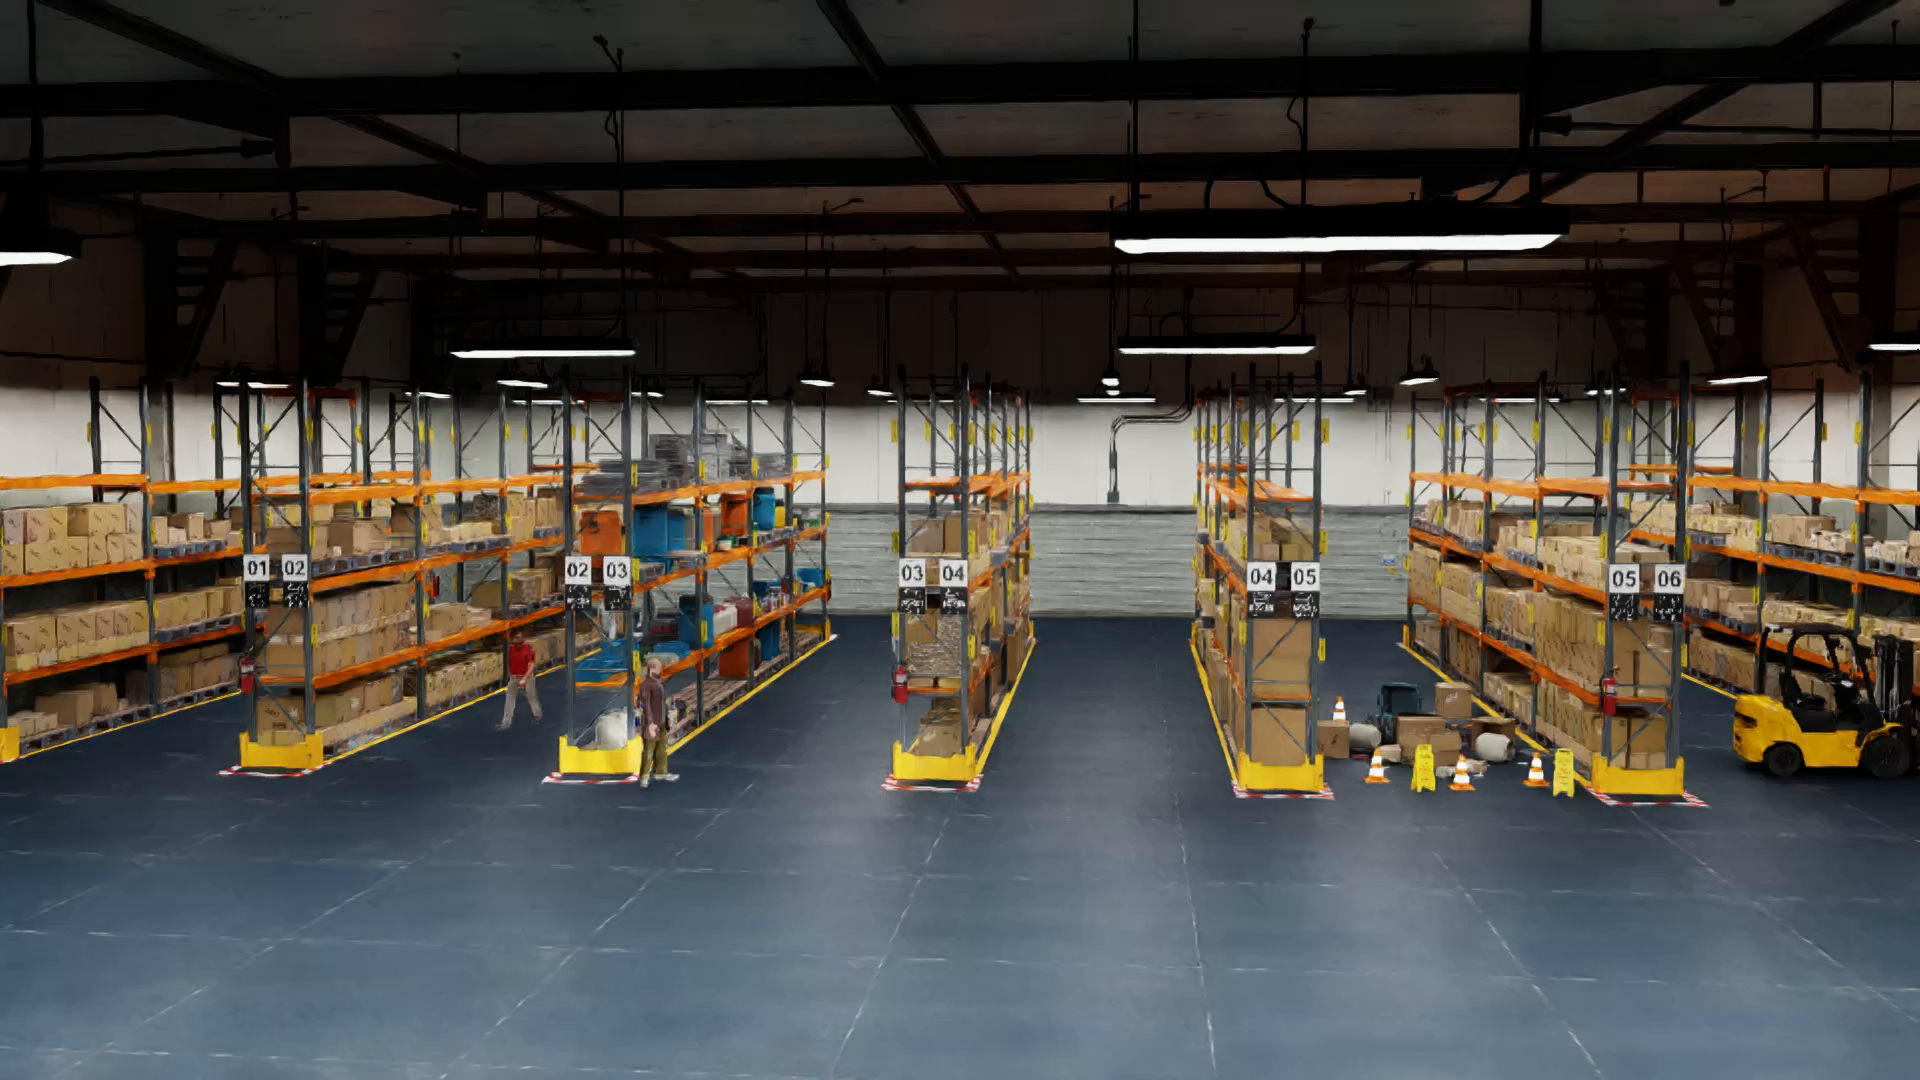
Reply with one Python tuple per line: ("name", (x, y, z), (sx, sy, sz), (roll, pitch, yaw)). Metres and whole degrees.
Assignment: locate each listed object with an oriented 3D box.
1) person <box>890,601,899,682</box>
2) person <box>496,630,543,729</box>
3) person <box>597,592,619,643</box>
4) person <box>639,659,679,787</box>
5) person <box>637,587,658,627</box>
("person", (-1.207, 2.046, 32.890), (0.455, 1.677, 0.525), (3, 4, 35))
("person", (-7.427, 2.350, 28.156), (0.532, 1.659, 1.040), (1, 4, 14))
("person", (-7.617, 1.882, 35.888), (0.449, 1.586, 1.099), (0, 4, 4))
("person", (-4.323, 2.575, 23.649), (0.436, 1.785, 0.741), (1, 4, 16))
("person", (-8.020, 1.440, 42.981), (0.531, 1.588, 0.639), (3, 5, 43))
